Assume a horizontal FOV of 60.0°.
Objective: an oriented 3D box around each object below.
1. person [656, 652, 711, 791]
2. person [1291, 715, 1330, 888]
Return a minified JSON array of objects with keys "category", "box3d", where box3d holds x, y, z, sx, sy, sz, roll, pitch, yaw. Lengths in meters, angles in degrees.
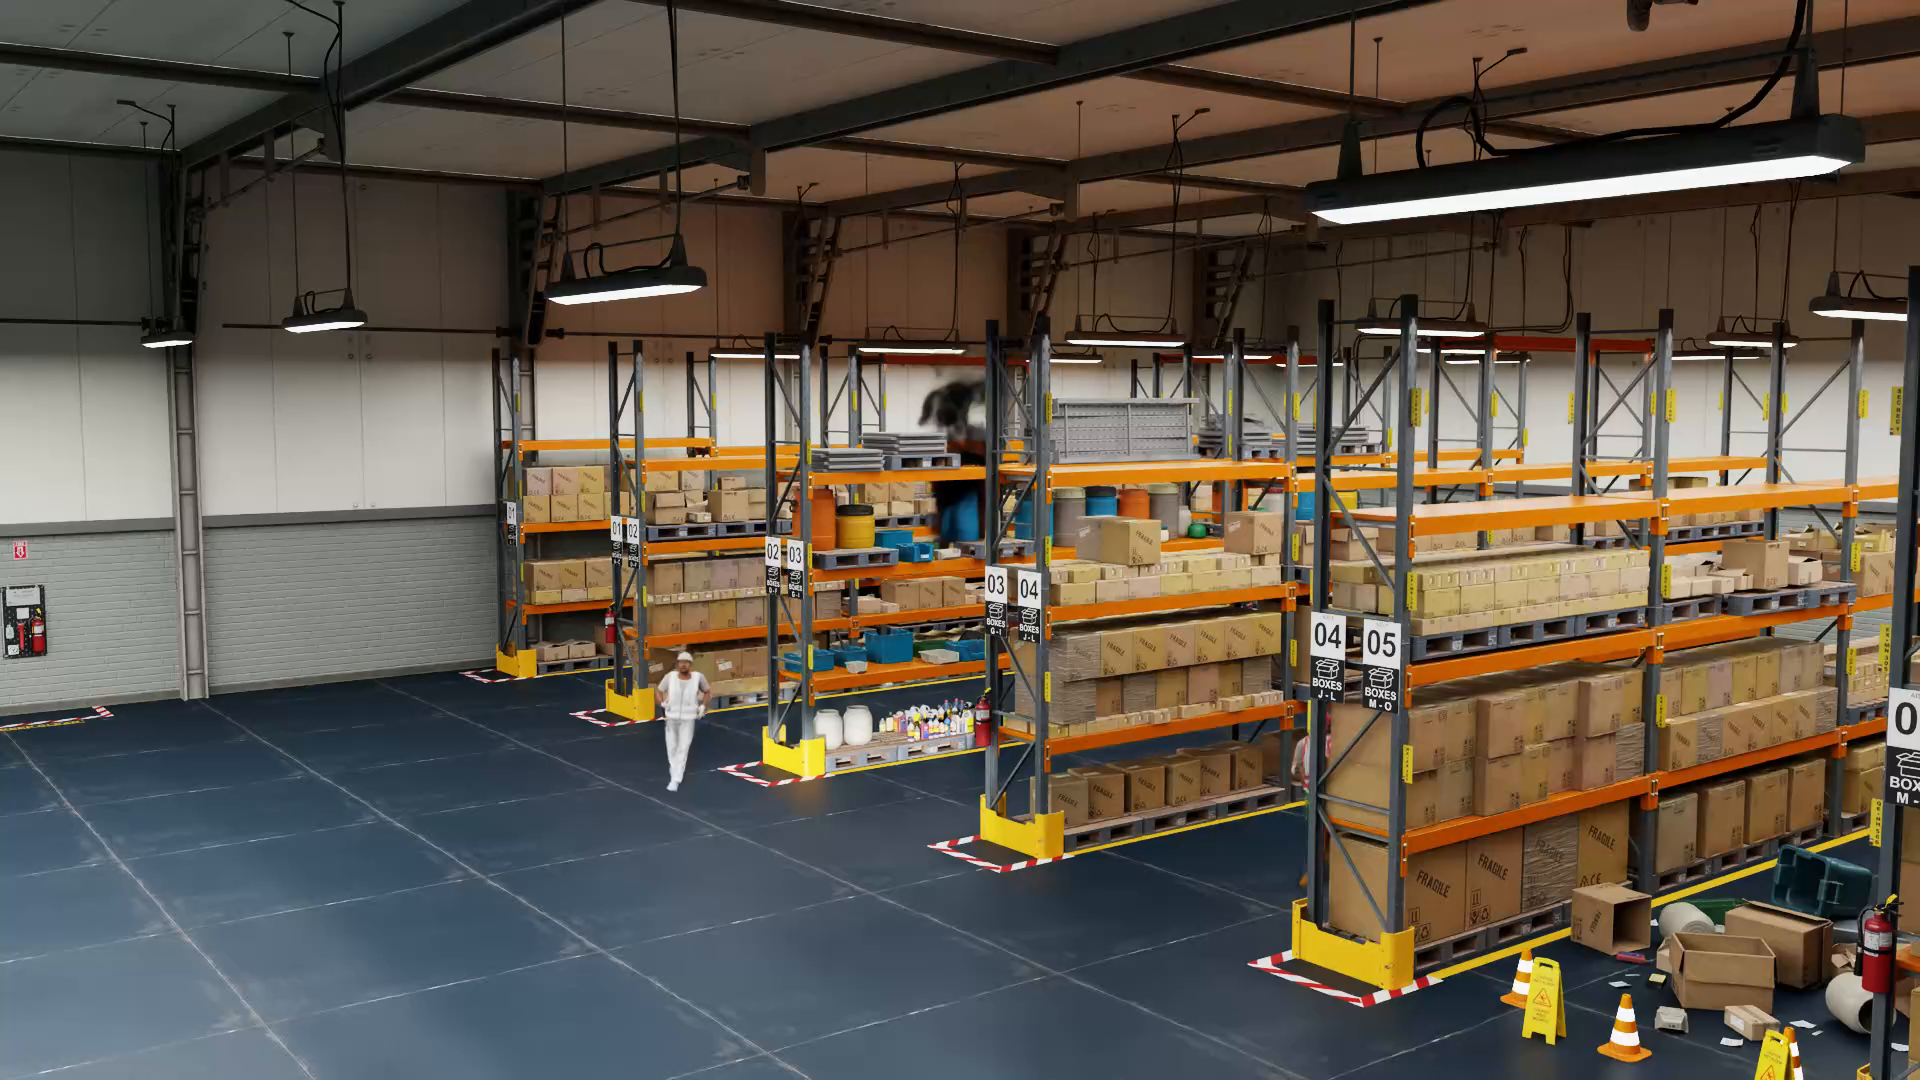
[{"category":"person","box3d":[-3.659,2.353,21.945,0.698,1.767,0.908,0,5,0]},{"category":"person","box3d":[3.885,2.710,17.751,0.980,1.814,0.673,-5,7,-44]}]
